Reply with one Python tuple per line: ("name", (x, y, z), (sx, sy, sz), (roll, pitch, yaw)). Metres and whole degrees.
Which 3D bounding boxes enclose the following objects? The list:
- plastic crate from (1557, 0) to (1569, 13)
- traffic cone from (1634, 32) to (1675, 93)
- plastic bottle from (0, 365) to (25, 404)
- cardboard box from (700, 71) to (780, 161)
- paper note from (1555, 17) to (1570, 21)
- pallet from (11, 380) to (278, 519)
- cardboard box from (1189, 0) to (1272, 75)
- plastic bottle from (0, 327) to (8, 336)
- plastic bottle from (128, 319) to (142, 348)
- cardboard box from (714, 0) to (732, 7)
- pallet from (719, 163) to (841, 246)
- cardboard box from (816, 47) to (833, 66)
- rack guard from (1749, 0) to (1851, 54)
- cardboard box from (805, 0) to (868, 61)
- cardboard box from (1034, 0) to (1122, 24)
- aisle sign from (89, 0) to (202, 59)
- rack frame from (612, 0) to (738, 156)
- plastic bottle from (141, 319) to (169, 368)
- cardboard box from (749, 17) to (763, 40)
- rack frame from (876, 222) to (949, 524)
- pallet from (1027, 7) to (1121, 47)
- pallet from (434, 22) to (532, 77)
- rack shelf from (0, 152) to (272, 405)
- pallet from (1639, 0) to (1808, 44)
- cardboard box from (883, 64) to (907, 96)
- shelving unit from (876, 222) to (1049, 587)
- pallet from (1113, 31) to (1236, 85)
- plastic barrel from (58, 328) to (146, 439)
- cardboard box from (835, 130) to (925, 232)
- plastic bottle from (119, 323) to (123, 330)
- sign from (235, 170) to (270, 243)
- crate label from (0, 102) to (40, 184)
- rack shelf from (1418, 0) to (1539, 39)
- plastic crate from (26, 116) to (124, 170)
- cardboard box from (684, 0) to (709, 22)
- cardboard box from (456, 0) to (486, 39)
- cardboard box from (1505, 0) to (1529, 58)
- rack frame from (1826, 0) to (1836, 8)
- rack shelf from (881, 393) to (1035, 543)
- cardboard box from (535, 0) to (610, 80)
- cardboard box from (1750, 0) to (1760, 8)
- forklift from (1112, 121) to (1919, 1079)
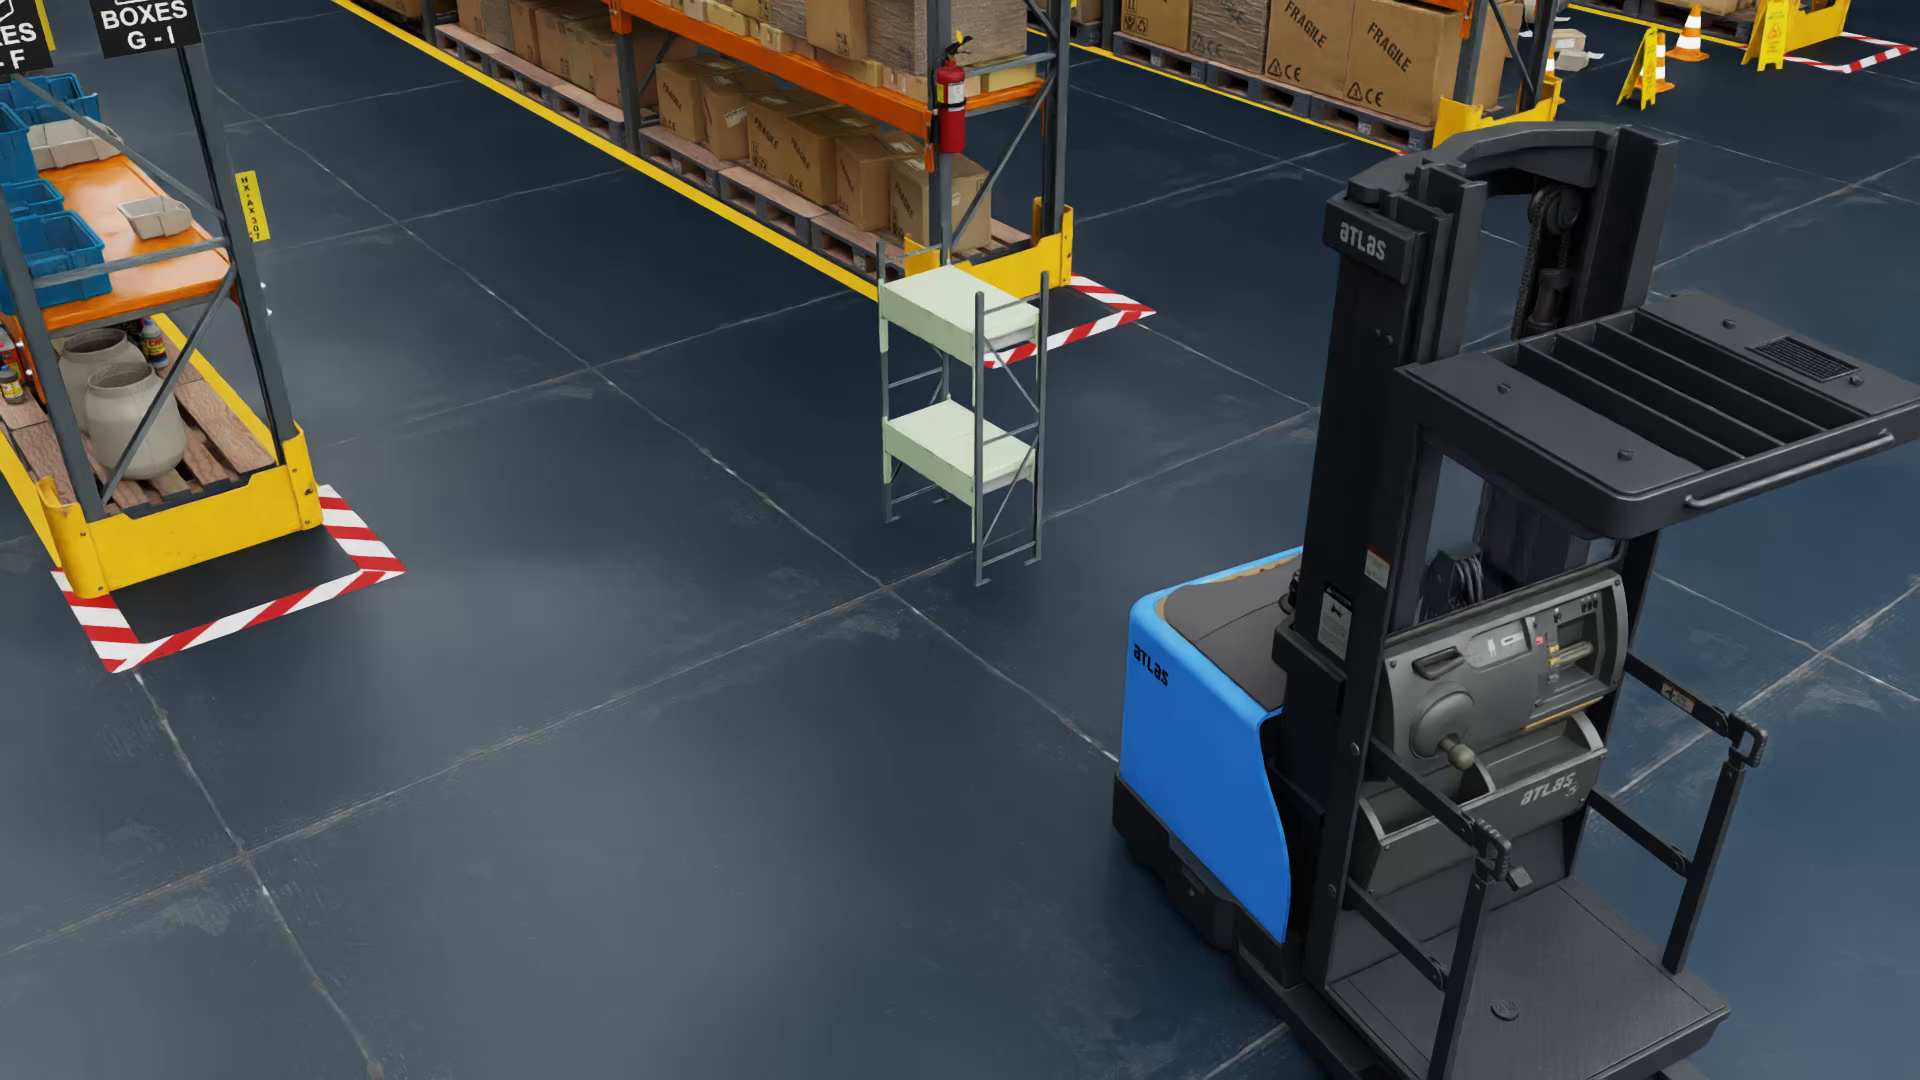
("plastic crate", (5.929, -5.543, 17.099), (0.583, 0.080, 0.402), (18, 36, 27))
("traffic cone", (6.116, -4.219, 14.604), (0.336, 0.463, 0.334), (-22, 38, -31))
("plastic bottle", (-5.146, -0.849, 9.009), (0.097, 0.201, 0.097), (0, 32, 0))
("cardboard box", (-1.643, -3.197, 12.526), (0.500, 0.500, 0.500), (-11, 33, -16))
("paper note", (5.999, -5.204, 16.599), (0.148, 0.019, 0.142), (18, 36, 27))
("pallet", (-4.251, -0.399, 8.693), (1.003, 0.211, 1.213), (-22, 38, -31))
("cardboard box", (2.652, -4.676, 14.551), (0.875, 0.875, 0.875), (-22, 38, -31))
("plastic bottle", (-5.364, -1.052, 9.266), (0.152, 0.276, 0.135), (-23, 39, -33))
("plastic bottle", (-4.749, -1.254, 9.595), (0.097, 0.271, 0.097), (0, 32, 0))
("cardboard box", (-1.322, -4.062, 11.571), (0.875, 0.500, 0.500), (-22, 38, -31))
("pallet", (-1.022, -2.535, 12.131), (1.003, 0.211, 1.213), (-22, 38, -31))
("cardboard box", (-0.707, -3.193, 10.787), (0.380, 0.149, 0.250), (-22, 38, -31))
("rack guard", (8.021, -5.005, 15.835), (1.175, 0.500, 0.348), (-22, 38, -31))
("cardboard box", (-0.478, -3.406, 10.514), (0.875, 0.500, 0.500), (-22, 38, -31))
("cardboard box", (1.314, -5.511, 16.015), (1.050, 0.750, 0.750), (-22, 38, -32))
("aisle sign", (-3.398, -2.396, 6.801), (0.394, 0.787, 0.004), (-22, 38, -31))
("rack frame", (-2.214, -4.496, 12.647), (1.000, 3.000, 0.127), (-22, 38, -31))
("plastic bottle", (-4.539, -1.111, 9.365), (0.097, 0.271, 0.097), (0, 32, 0))
("cardboard box", (-1.200, -3.493, 11.268), (0.380, 0.149, 0.250), (-22, 38, -31))
("rack frame", (-0.220, -0.787, 8.095), (0.400, 1.500, 0.023), (-22, 38, -31))
("pallet", (1.233, -5.172, 16.377), (1.003, 0.211, 1.213), (-22, 38, -31))
("pallet", (-4.189, -4.653, 15.541), (1.003, 0.211, 1.213), (-22, 38, -31))
("rack shelf", (-4.900, -1.755, 8.914), (1.077, 0.370, 4.000), (-22, 38, -31))
("pallet", (7.550, -5.233, 16.475), (1.003, 0.211, 1.213), (-22, 38, -31))
("cardboard box", (-0.252, -2.879, 10.281), (0.380, 0.149, 0.250), (-22, 38, -31))
("shelving unit", (0.004, -0.634, 7.850), (0.431, 1.500, 0.755), (-22, 38, -31))
("pallet", (2.171, -4.532, 15.347), (1.003, 0.211, 1.213), (-22, 38, -31))
("plastic barrel", (-4.445, -0.807, 8.666), (0.421, 0.512, 0.421), (0, 32, 0))
("cardboard box", (-0.524, -2.450, 11.322), (0.500, 0.500, 0.500), (-12, 34, -19))
("plastic bottle", (-4.935, -1.380, 9.798), (0.097, 0.271, 0.097), (0, 32, 0))
("sign", (-3.236, -1.521, 7.593), (0.100, 0.325, 0.005), (-22, 38, -31))
("crate label", (-5.016, -1.922, 8.467), (0.502, 0.435, 0.616), (-22, 38, -31))
("rack shelf", (2.993, -4.920, 14.010), (1.077, 0.370, 4.000), (-22, 38, -31))
("plastic crate", (-4.930, -2.187, 9.178), (0.530, 0.136, 0.437), (-22, 38, -31))
("cardboard box", (-1.720, -3.781, 11.732), (0.380, 0.149, 0.250), (-22, 38, -31))
("cardboard box", (-4.240, -5.016, 15.435), (0.700, 0.500, 0.500), (-25, 39, -34))
("cardboard box", (4.990, -4.888, 15.643), (0.637, 0.503, 0.797), (6, 32, 10))
("rack frame", (8.067, -6.036, 15.125), (1.000, 3.000, 0.127), (-22, 38, -31))
("rack shelf", (0.004, -0.357, 8.022), (0.431, 0.370, 0.720), (-22, 38, -31))
("cardboard box", (-3.194, -4.322, 14.318), (0.700, 0.500, 0.500), (-26, 40, -35))
("cardboard box", (7.791, -5.472, 16.425), (0.500, 0.250, 0.500), (-23, 38, -32))
("forklift", (1.727, 0.440, 4.764), (1.130, 2.935, 3.031), (-16, 35, -24))
